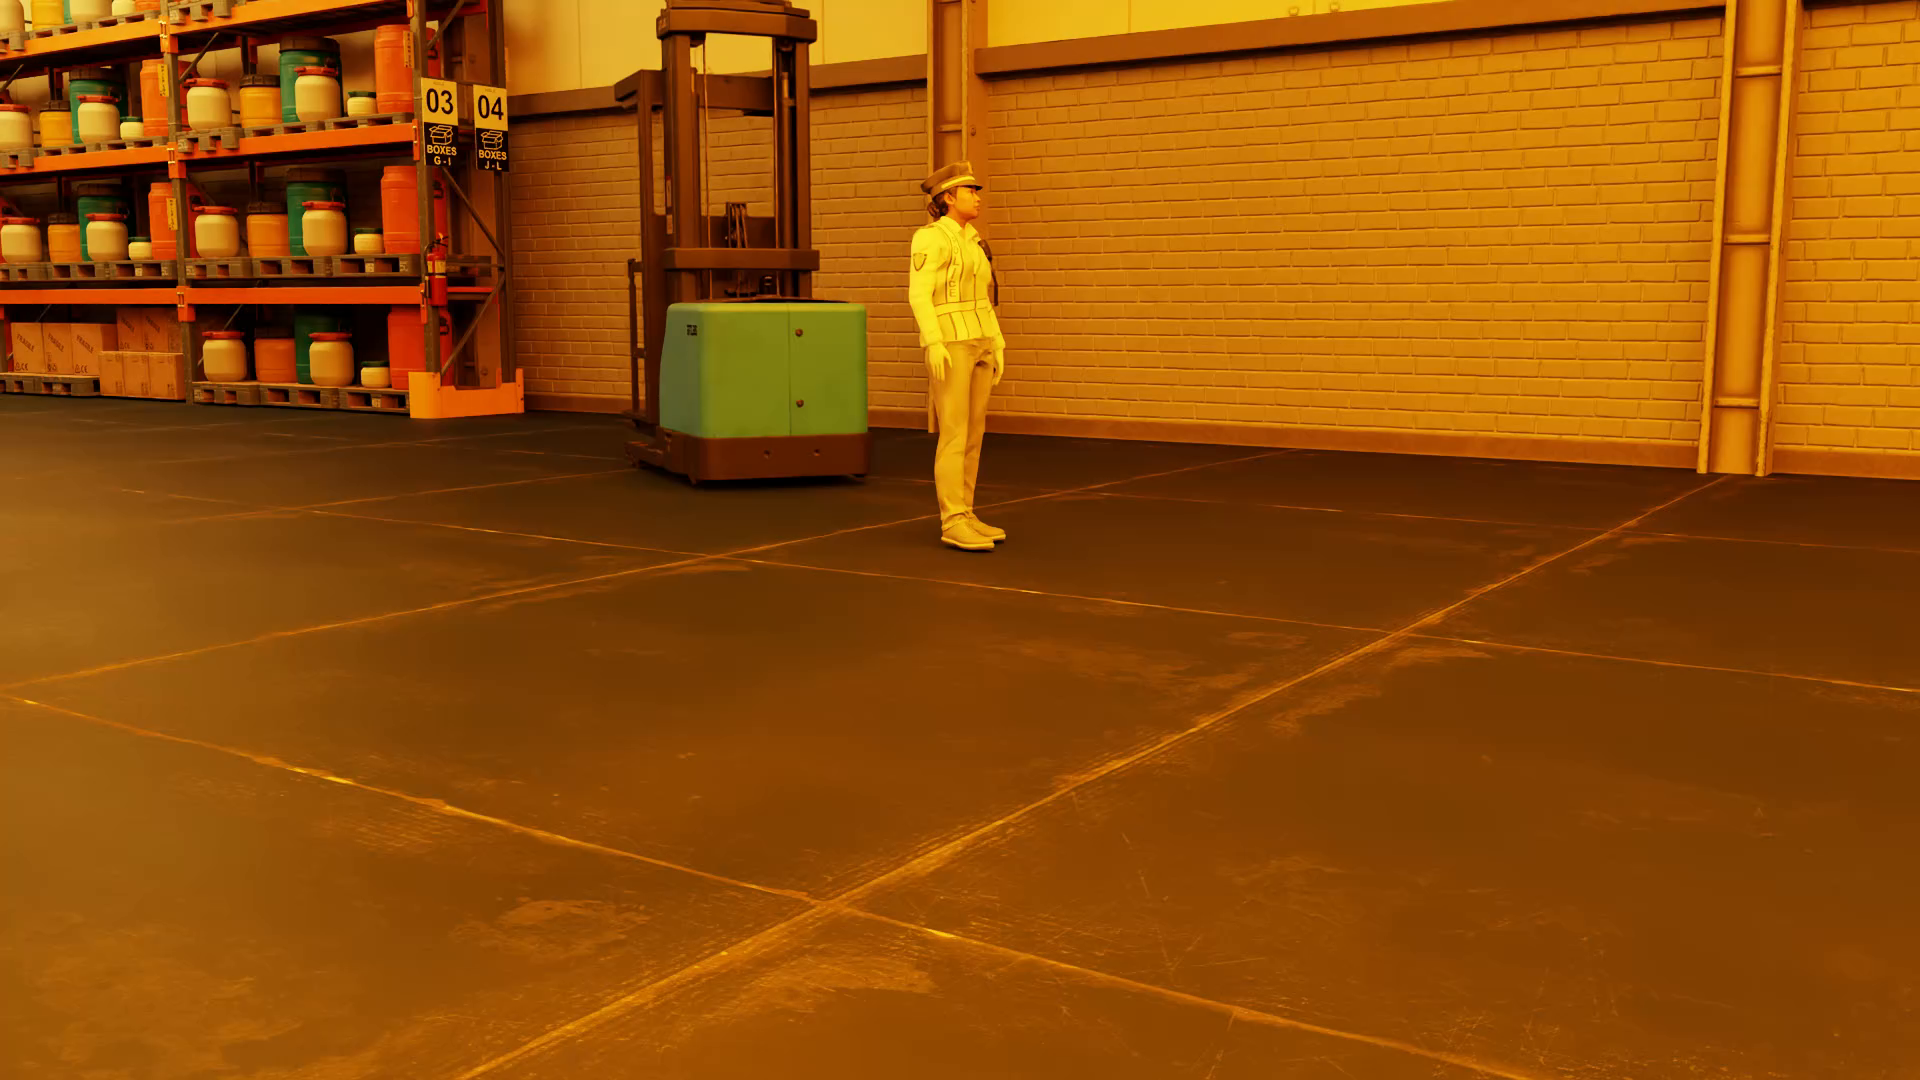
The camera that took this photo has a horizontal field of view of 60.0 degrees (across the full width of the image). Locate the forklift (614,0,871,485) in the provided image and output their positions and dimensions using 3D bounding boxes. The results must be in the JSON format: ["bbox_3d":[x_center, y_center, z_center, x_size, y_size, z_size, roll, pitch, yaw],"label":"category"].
[{"bbox_3d":[-1.592,-1.940,10.838,1.130,2.935,3.031,-4,9,-24],"label":"forklift"}]

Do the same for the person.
[{"bbox_3d":[0.052,-0.840,7.441,0.534,1.696,0.587,5,10,34],"label":"person"}]
